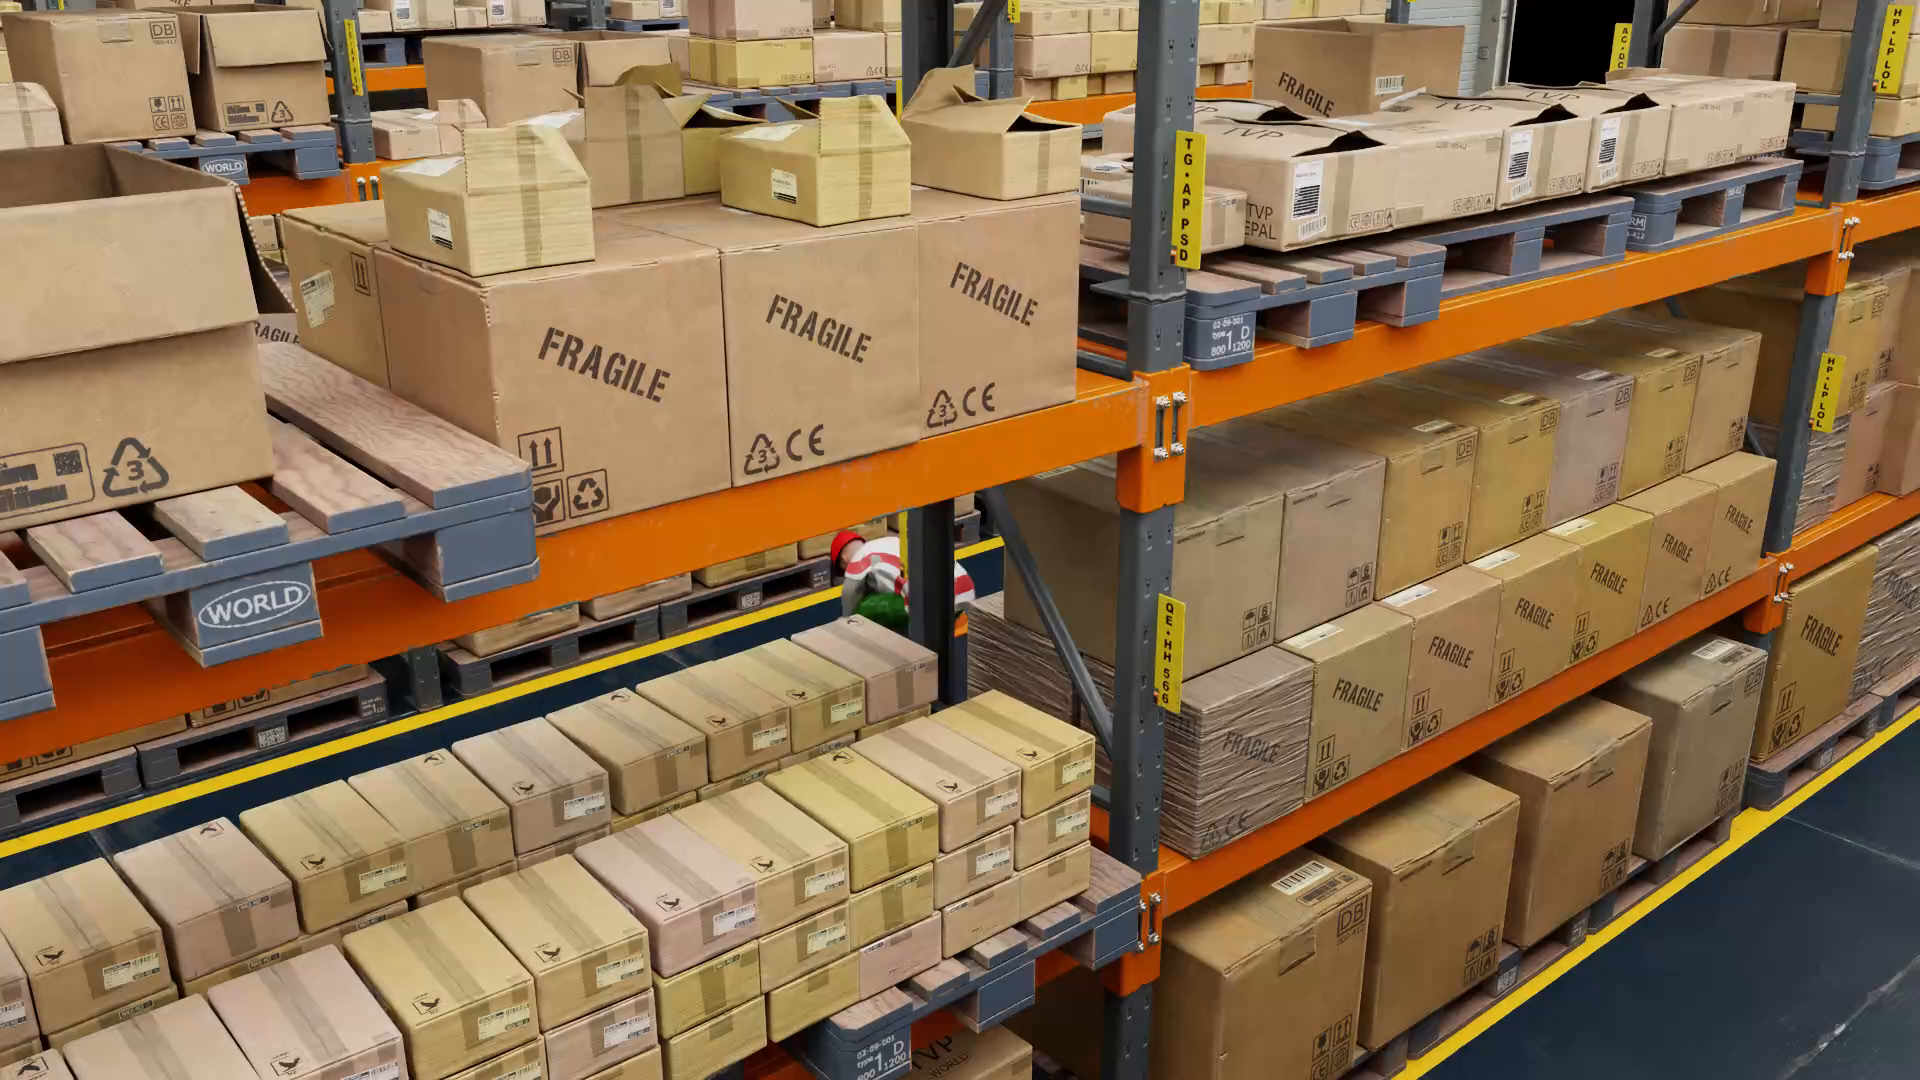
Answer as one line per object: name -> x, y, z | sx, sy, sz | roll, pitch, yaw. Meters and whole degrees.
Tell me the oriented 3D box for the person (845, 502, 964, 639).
person -> -0.376, 0.114, 8.881 | 0.473, 1.334, 0.914 | -18, 27, -39
